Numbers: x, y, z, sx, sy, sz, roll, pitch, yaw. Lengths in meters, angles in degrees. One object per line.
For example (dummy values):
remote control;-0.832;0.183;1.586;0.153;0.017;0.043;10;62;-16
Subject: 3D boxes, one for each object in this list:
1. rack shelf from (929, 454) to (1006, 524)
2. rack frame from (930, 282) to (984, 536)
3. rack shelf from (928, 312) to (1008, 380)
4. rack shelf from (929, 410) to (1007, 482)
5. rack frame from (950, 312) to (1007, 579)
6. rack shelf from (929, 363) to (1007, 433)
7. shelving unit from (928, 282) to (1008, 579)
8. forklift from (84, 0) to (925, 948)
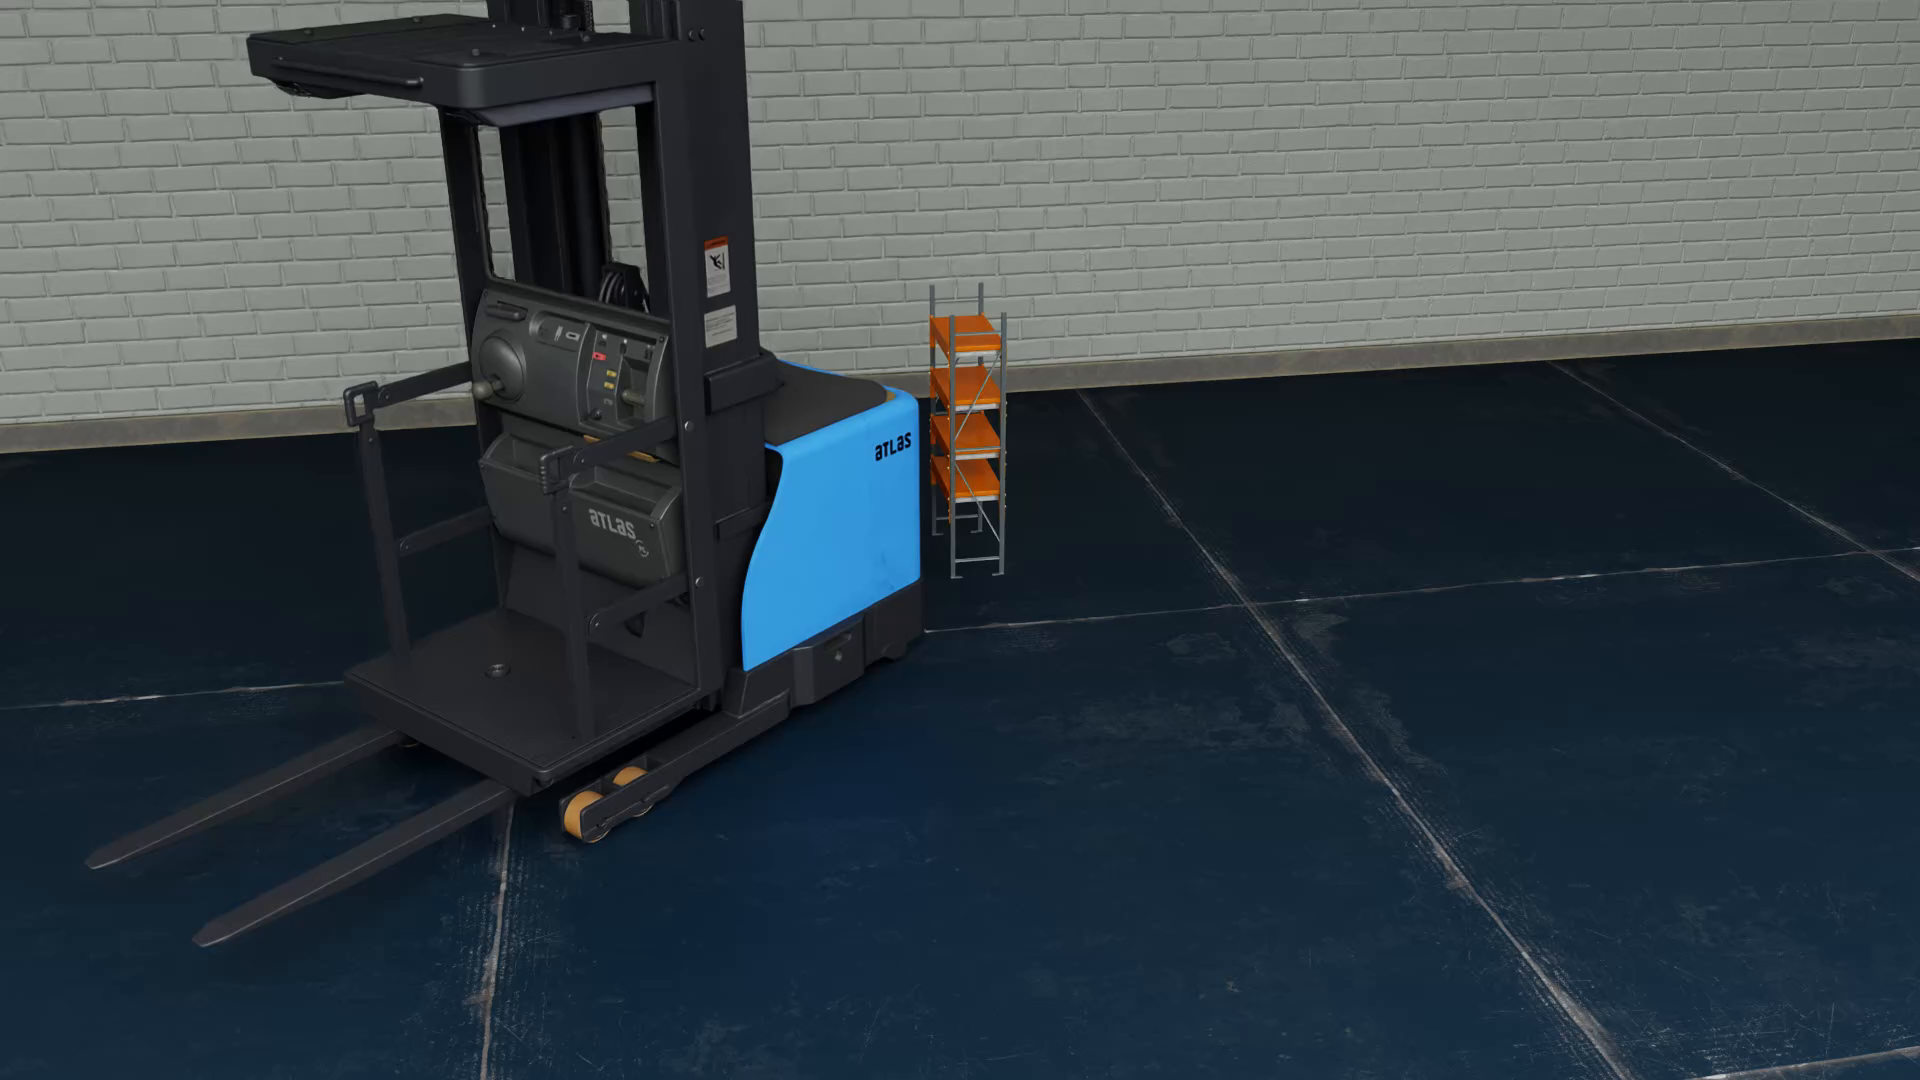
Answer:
rack shelf;0.031;-0.241;7.467;0.258;0.148;0.480;-4;24;-10
rack frame;-0.015;-0.581;7.581;0.240;1.200;0.015;-4;24;-10
rack shelf;0.031;-0.845;7.204;0.258;0.148;0.480;-4;24;-10
rack shelf;0.031;-0.423;7.388;0.258;0.148;0.480;-4;24;-10
rack frame;0.076;-0.389;7.141;0.240;1.200;0.015;-4;24;-10
rack shelf;0.031;-0.628;7.298;0.258;0.148;0.480;-4;24;-10
shelving unit;0.031;-0.485;7.361;0.258;1.200;0.503;-4;24;-10
forklift;-1.439;-0.572;5.397;1.130;2.935;3.031;17;29;34
